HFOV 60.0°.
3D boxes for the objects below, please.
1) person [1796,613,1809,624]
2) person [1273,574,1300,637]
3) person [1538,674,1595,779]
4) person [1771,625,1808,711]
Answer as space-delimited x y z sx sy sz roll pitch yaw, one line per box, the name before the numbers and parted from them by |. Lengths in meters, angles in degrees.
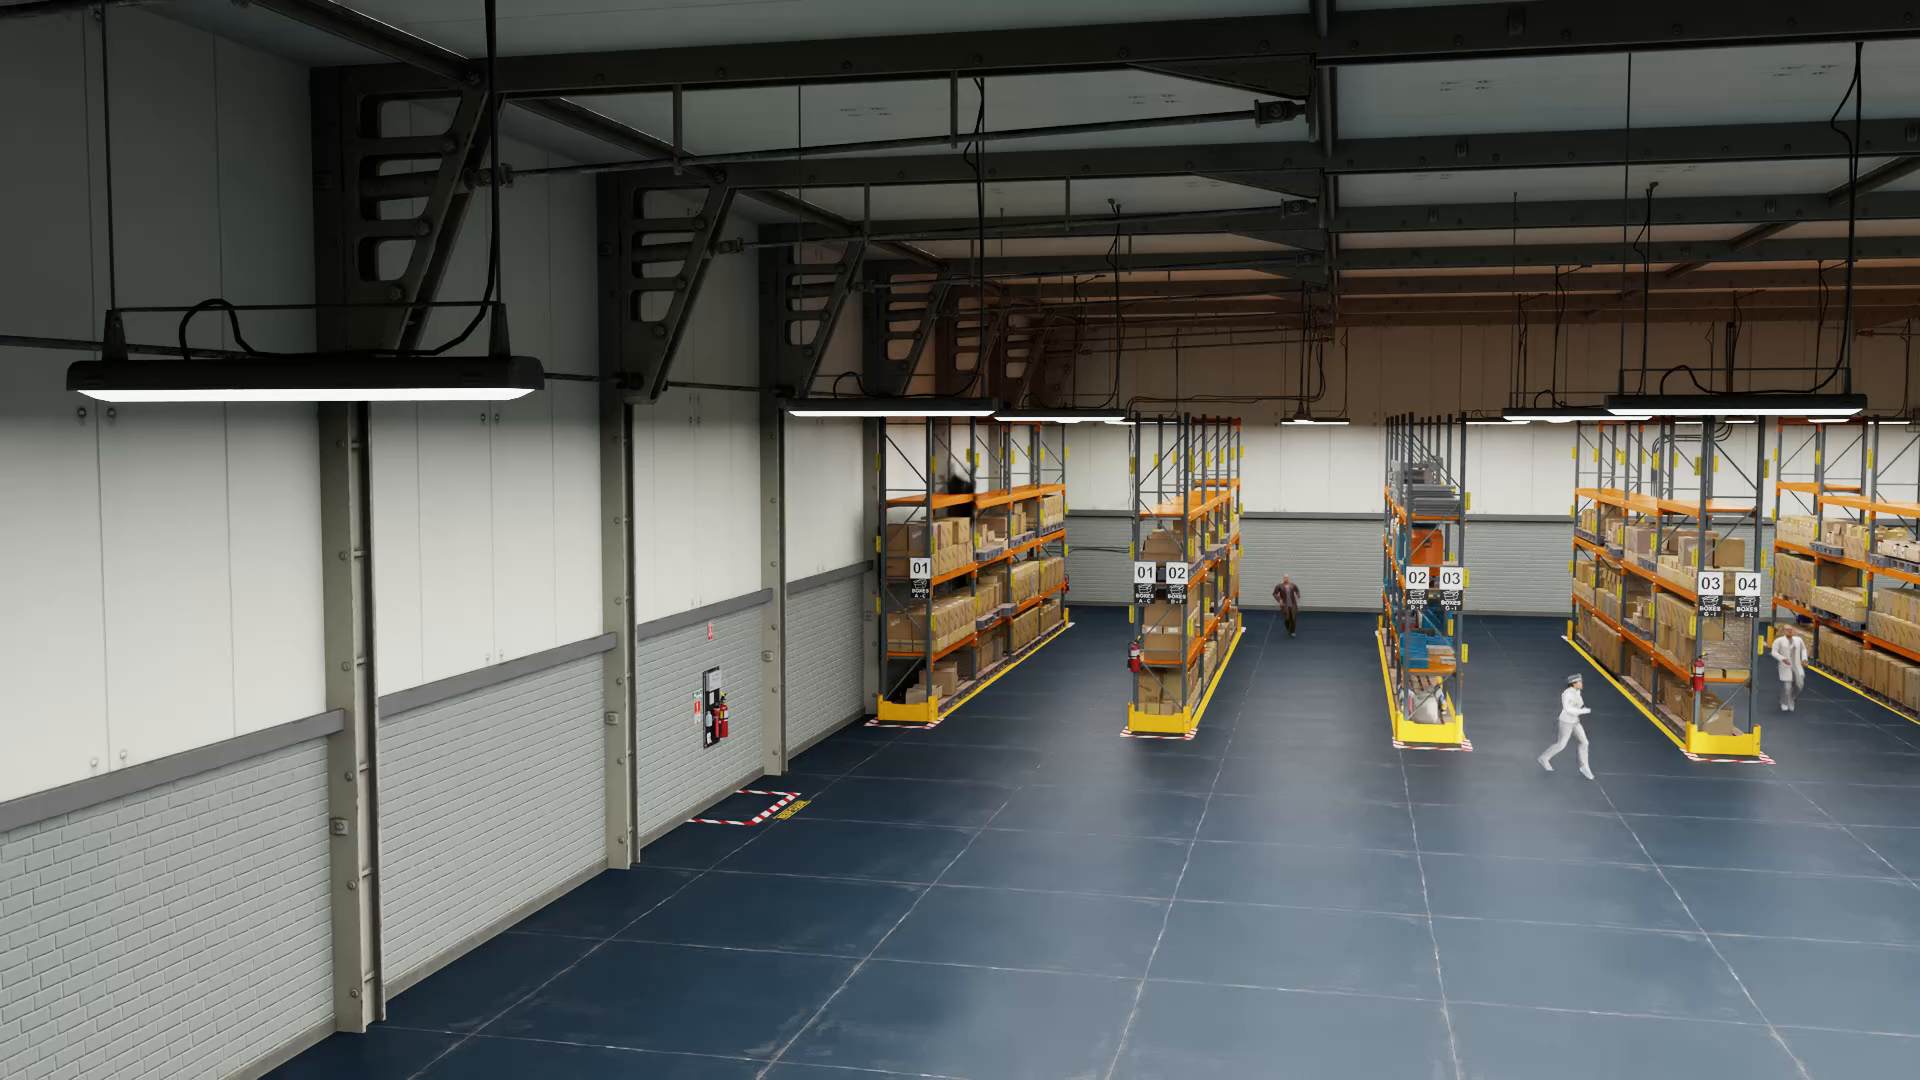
person | 22.645 1.919 44.517 0.628 1.683 0.678 -3 5 -41
person | 8.945 1.794 45.406 0.729 1.727 0.668 0 4 -2
person | 9.987 3.038 27.342 0.920 1.721 0.638 3 5 36
person | 16.748 2.580 33.541 0.722 1.735 0.668 1 4 9
